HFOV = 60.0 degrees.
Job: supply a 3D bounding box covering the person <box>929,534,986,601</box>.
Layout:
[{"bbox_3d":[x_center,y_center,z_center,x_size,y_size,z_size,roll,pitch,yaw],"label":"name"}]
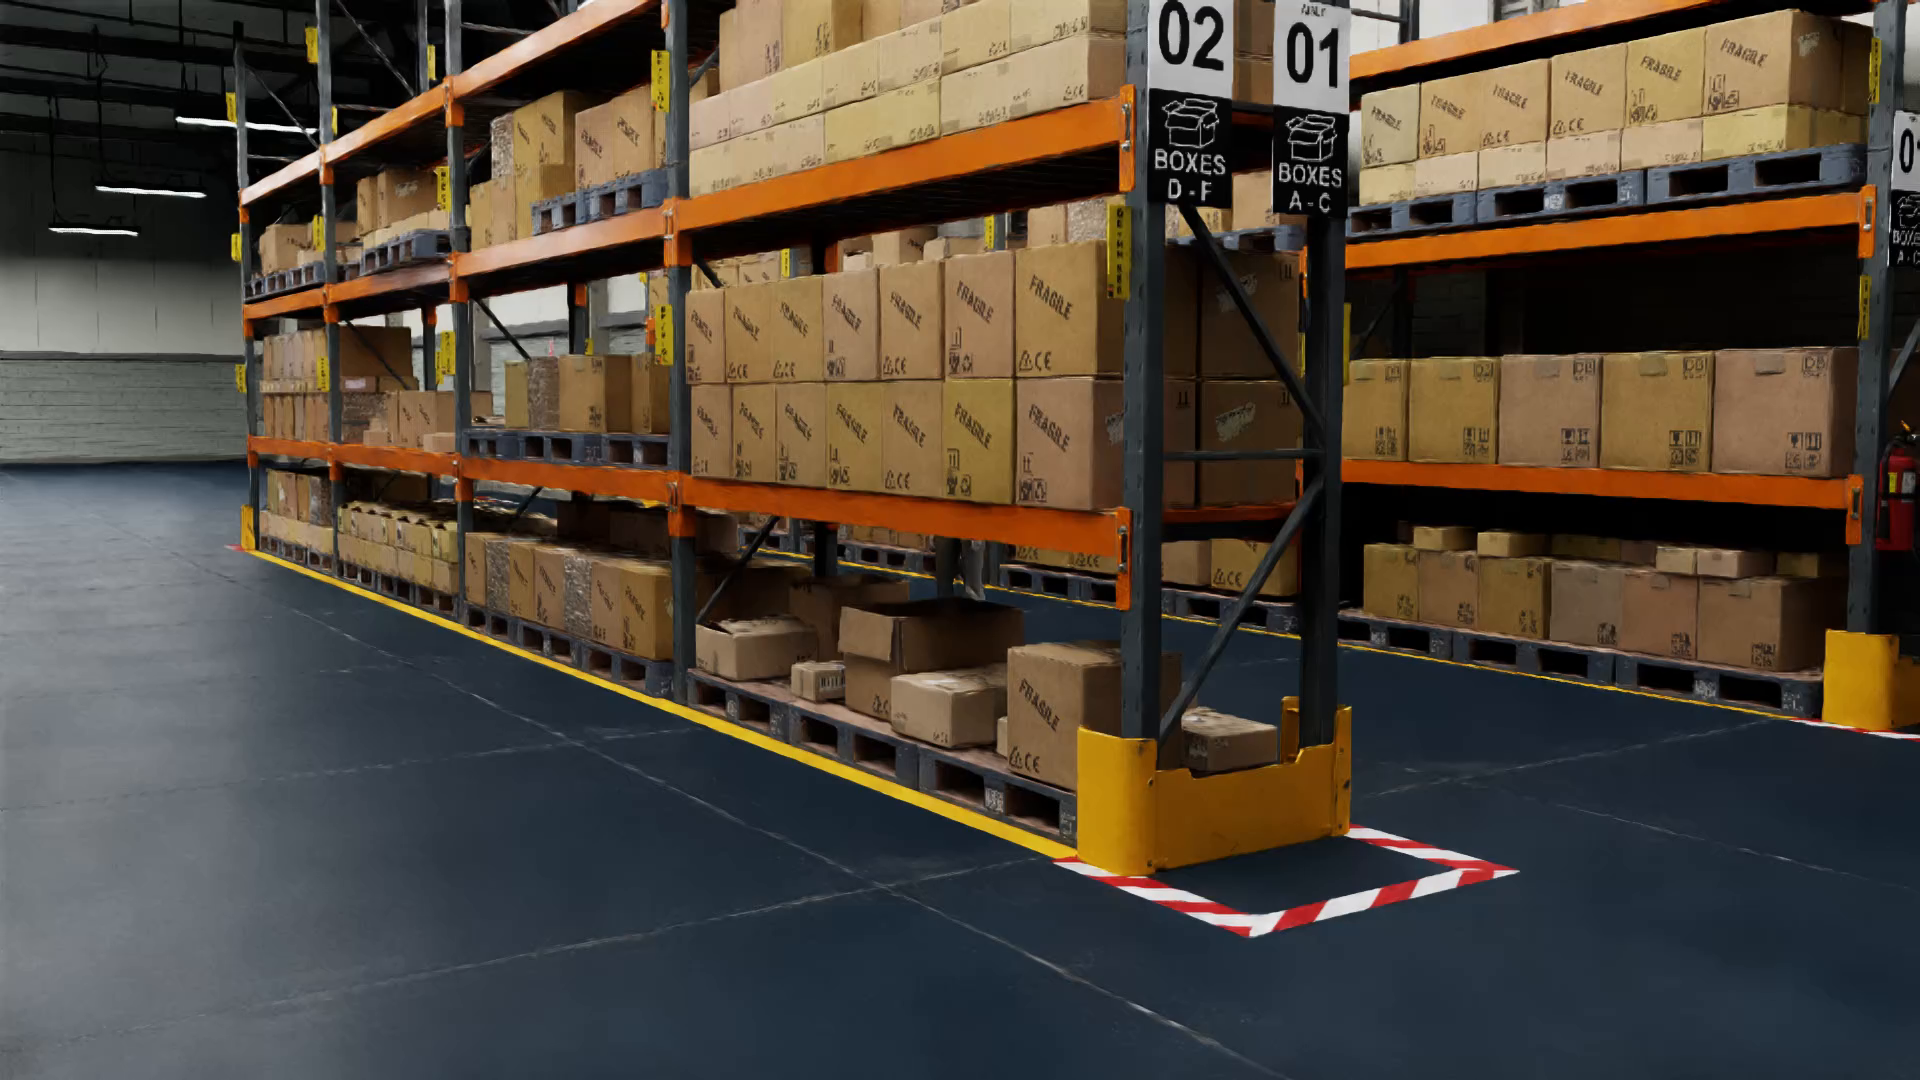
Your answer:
[{"bbox_3d":[-0.012,-0.061,11.216,0.527,1.714,0.376,4,6,39],"label":"person"}]
